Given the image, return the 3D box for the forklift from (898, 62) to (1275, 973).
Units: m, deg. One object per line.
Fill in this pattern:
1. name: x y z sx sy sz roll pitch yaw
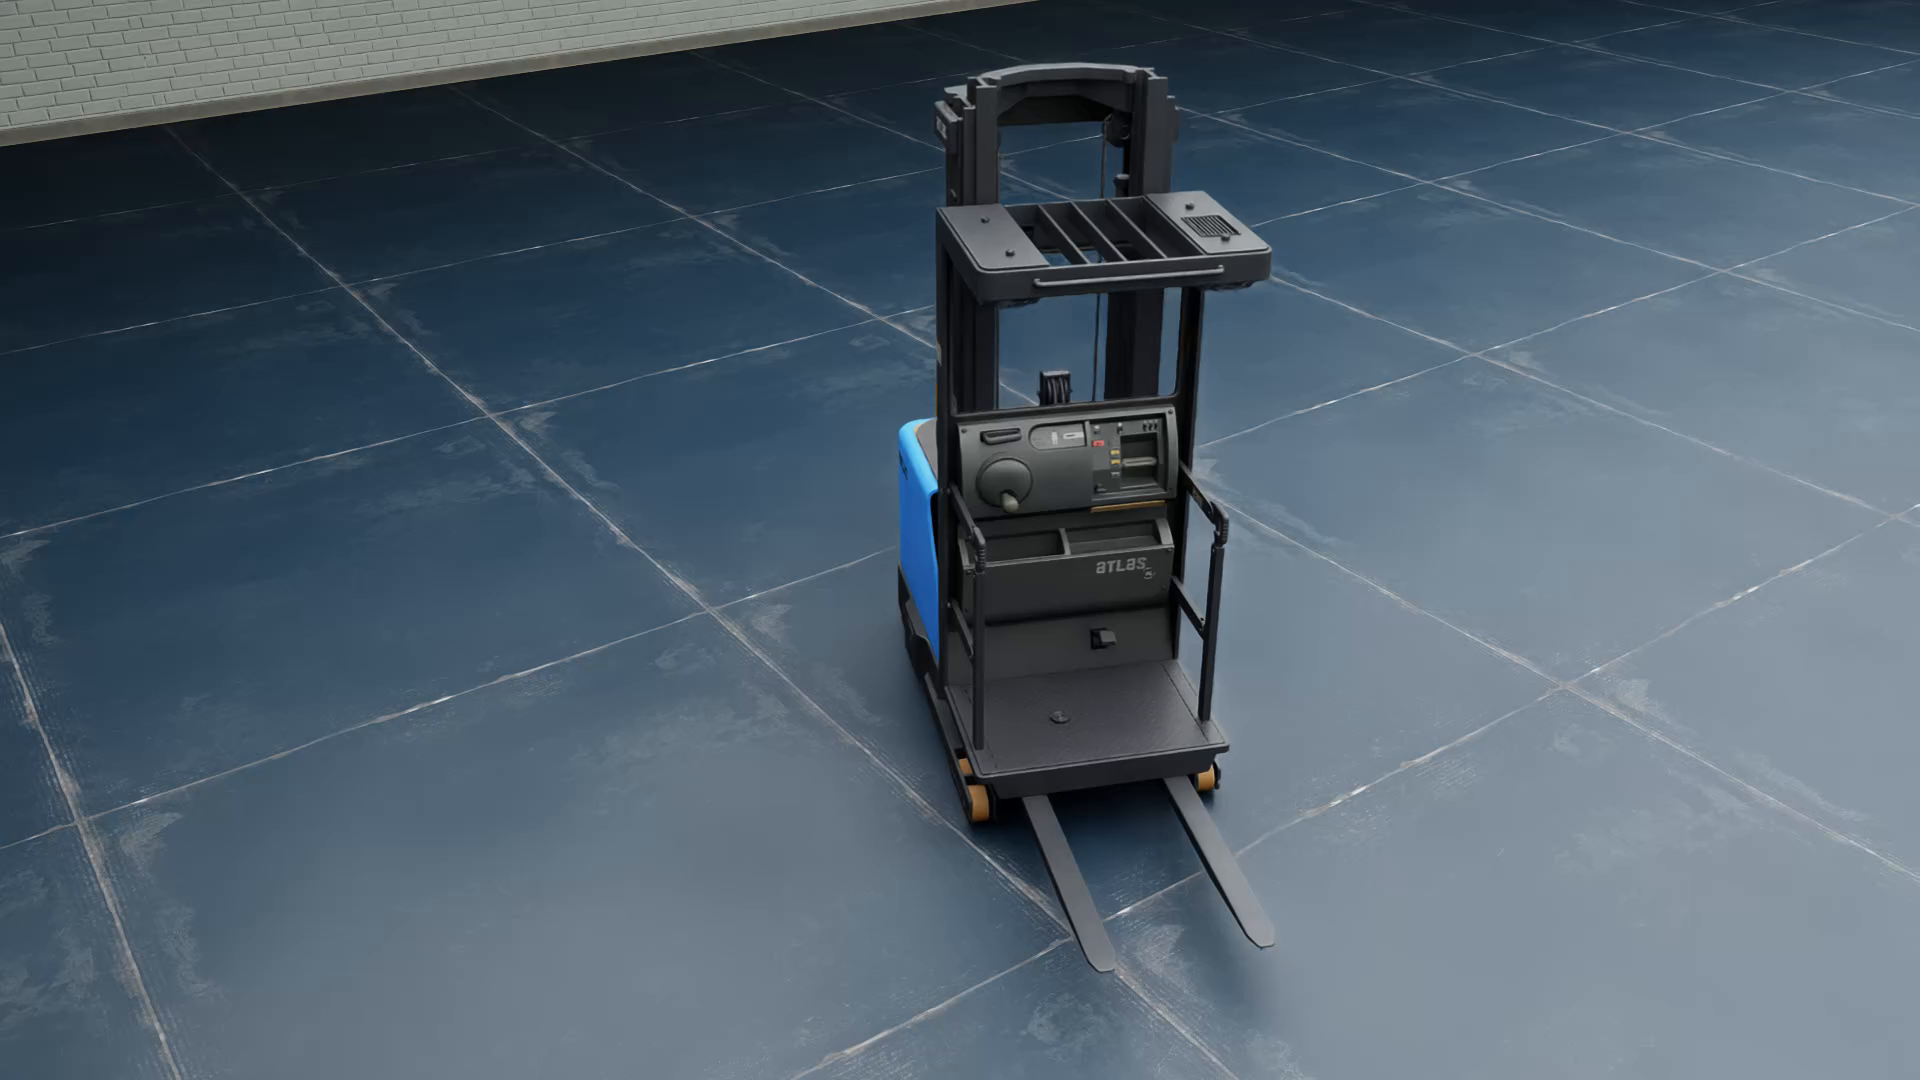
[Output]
1. forklift: 0.500 -0.287 6.708 1.130 2.935 3.031 -6 29 -11

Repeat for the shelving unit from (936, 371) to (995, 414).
1. shelving unit: 0.031 -0.441 8.961 0.215 1.050 0.252 -19 34 -31
